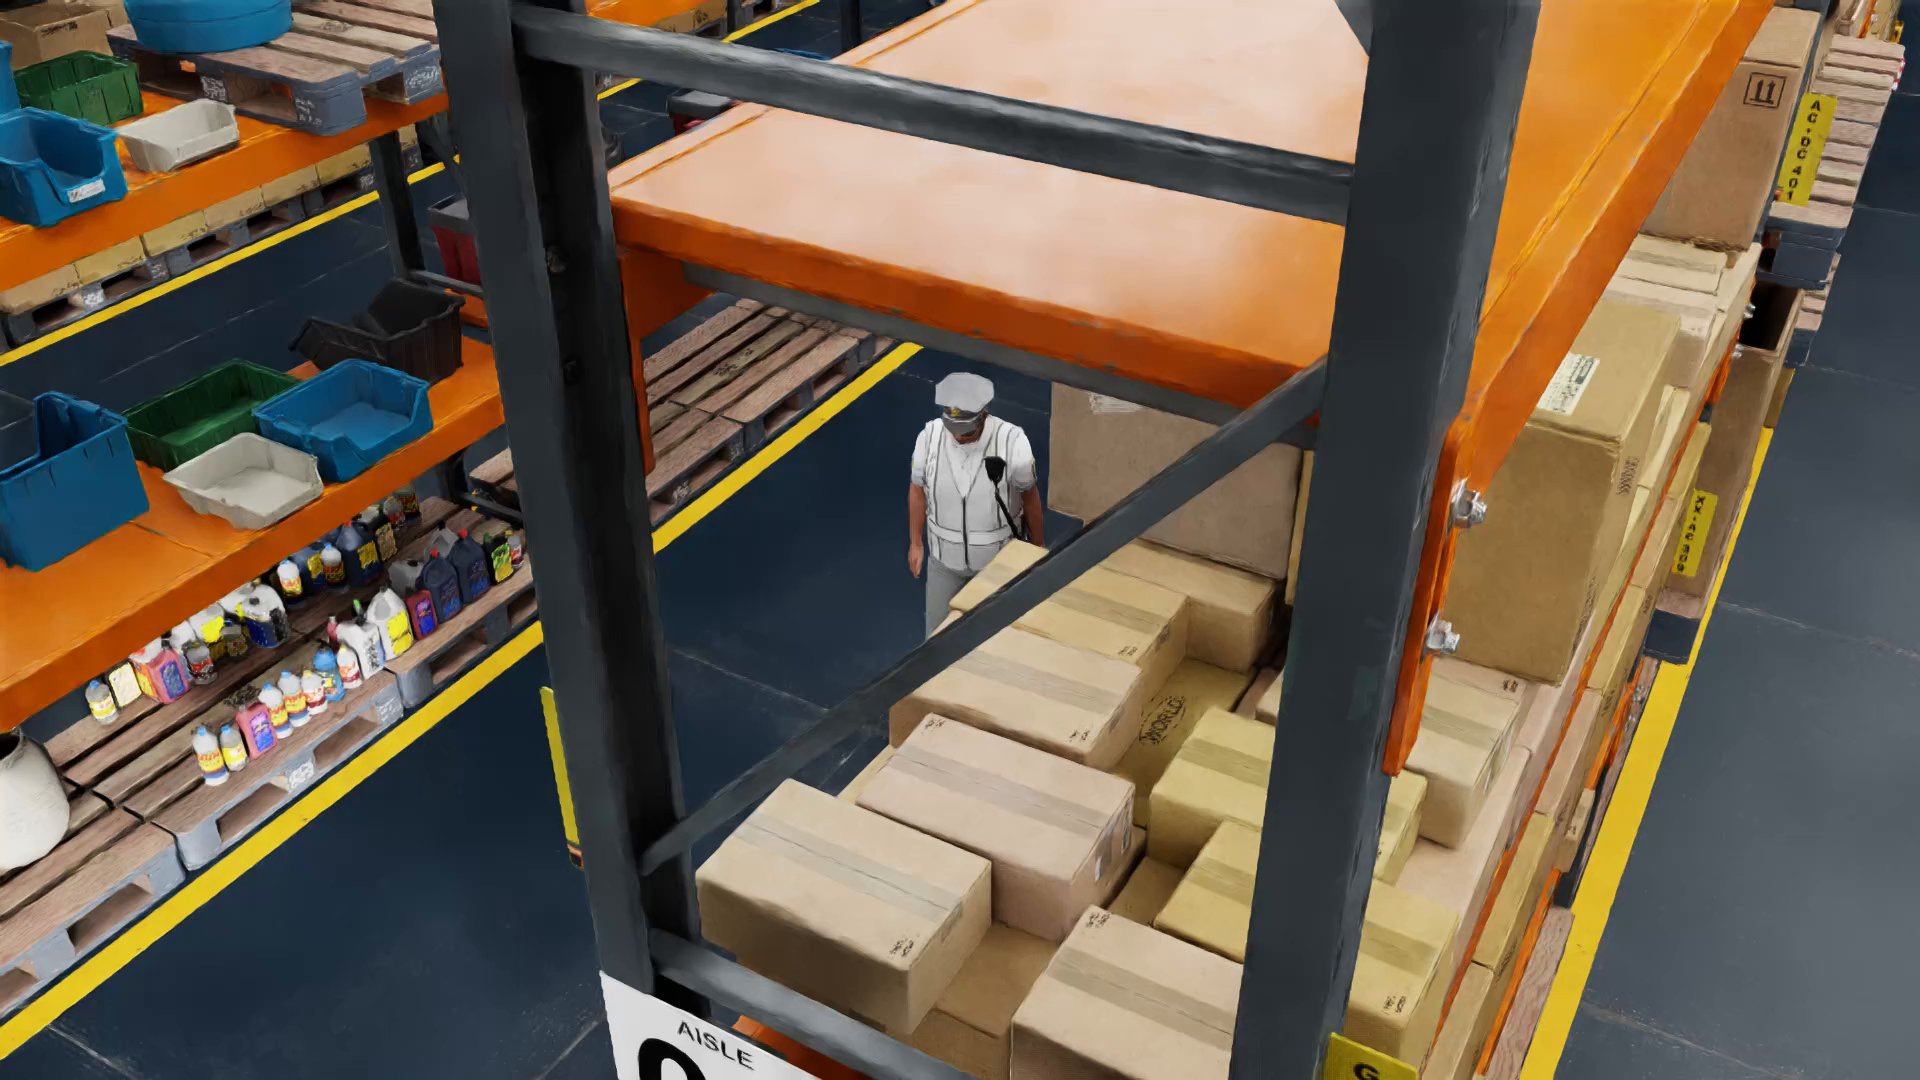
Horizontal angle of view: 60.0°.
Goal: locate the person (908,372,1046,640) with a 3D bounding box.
[{"bbox_3d":[0.093,0.080,7.249,0.689,1.741,0.481,7,34,10],"label":"person"}]
